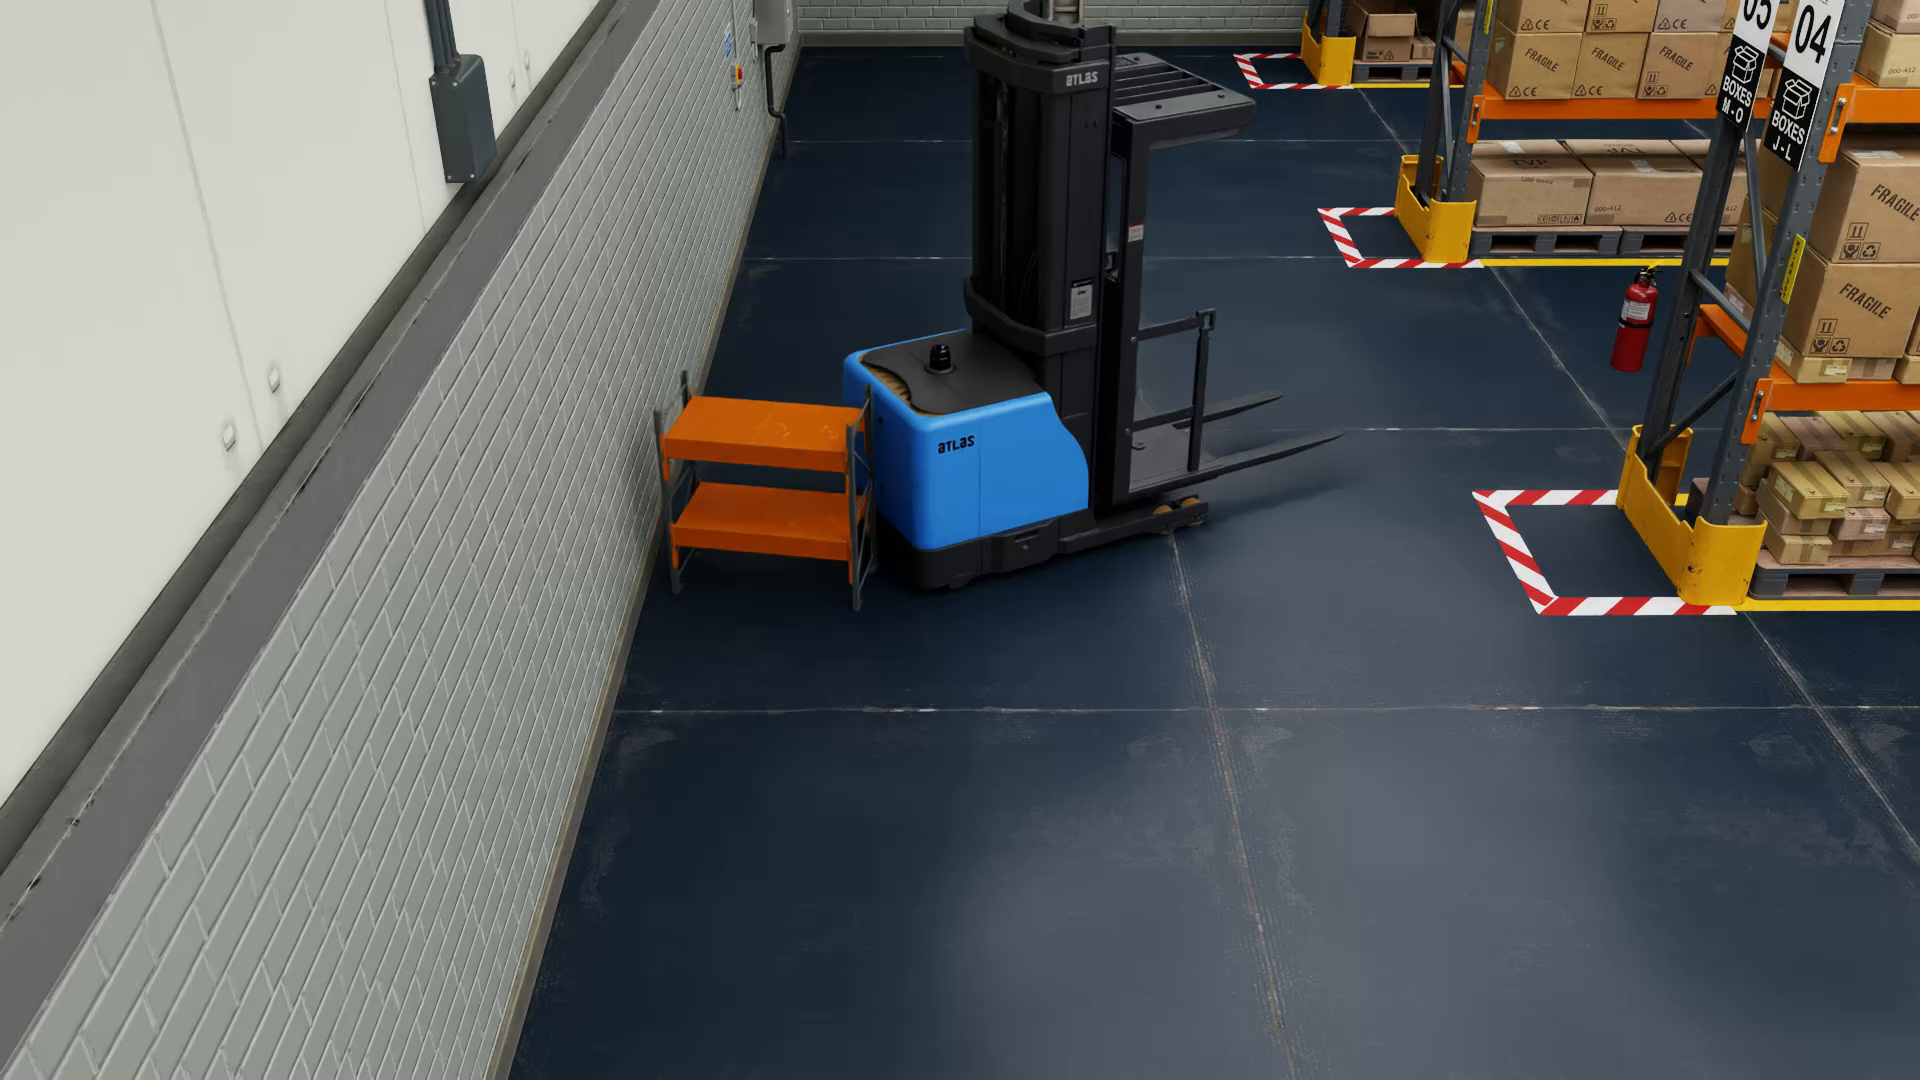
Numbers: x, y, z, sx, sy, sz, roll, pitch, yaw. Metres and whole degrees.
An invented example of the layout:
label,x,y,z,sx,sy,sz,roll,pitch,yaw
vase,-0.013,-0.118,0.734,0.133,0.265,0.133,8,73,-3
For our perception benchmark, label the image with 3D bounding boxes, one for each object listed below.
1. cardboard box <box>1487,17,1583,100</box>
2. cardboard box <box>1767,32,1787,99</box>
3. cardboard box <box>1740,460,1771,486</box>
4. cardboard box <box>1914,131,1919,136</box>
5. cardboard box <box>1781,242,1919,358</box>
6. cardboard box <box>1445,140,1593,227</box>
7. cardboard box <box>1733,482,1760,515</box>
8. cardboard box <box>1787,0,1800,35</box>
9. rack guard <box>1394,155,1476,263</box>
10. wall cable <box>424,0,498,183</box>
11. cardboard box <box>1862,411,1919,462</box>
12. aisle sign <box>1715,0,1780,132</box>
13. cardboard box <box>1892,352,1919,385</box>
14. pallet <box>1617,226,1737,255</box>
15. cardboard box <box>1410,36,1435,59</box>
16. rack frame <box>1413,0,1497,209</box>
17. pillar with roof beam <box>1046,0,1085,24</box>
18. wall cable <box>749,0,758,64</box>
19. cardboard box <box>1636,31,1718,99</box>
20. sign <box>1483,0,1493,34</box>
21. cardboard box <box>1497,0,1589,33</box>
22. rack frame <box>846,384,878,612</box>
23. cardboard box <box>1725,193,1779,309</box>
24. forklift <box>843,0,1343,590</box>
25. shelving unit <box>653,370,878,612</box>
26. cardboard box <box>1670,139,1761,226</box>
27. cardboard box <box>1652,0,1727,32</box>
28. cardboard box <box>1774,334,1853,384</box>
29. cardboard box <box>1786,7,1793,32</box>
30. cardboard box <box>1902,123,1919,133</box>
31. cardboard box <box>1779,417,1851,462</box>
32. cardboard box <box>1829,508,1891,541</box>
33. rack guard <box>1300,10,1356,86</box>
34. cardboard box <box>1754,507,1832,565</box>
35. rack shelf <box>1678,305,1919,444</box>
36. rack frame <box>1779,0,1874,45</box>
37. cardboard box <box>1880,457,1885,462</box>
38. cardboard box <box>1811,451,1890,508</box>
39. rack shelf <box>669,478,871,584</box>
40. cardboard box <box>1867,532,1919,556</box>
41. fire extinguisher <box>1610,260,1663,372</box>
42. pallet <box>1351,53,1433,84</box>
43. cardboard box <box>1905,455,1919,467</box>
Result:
label,x,y,z,sx,sy,sz,roll,pitch,yaw
cardboard box,4.391,-3.691,12.734,0.500,0.500,0.500,0,31,-1
cardboard box,6.430,-3.703,12.755,0.500,0.500,0.500,-1,31,-1
cardboard box,4.567,-0.466,9.572,0.250,0.149,0.380,-1,31,-2
cardboard box,4.996,-1.694,8.193,0.500,0.500,0.500,1,31,1
cardboard box,4.491,-1.256,8.435,0.500,0.500,0.500,1,31,2
cardboard box,4.569,-2.934,13.648,0.875,0.438,0.875,-1,31,-2
cardboard box,4.566,-0.299,9.584,0.250,0.149,0.380,0,31,1
cardboard box,4.494,-2.585,8.261,0.500,0.250,0.500,-1,31,-1
rack guard,3.886,-2.727,13.652,0.348,0.500,1.175,0,31,0
wall cable,-1.706,-4.366,5.058,0.120,5.999,2.277,0,31,0
cardboard box,5.338,-0.582,9.477,0.250,0.149,0.380,-1,31,-2
aisle sign,3.966,-2.495,8.354,0.004,0.787,0.394,0,31,0
cardboard box,4.890,-0.947,8.551,0.250,0.149,0.380,-1,31,-2
pallet,5.926,-2.649,13.802,1.213,0.211,1.003,0,31,0
cardboard box,4.913,-5.265,17.769,0.250,0.149,0.380,-1,31,-2
rack frame,3.910,-3.796,13.003,0.127,3.000,1.000,0,31,0
pillar with roof beam,1.200,-7.161,12.767,0.400,9.000,9.100,0,31,0
wall cable,-1.749,-4.936,13.903,0.122,1.984,0.588,0,31,0
cardboard box,5.406,-3.699,12.748,0.500,0.500,0.500,0,31,-1
sign,3.907,-3.912,12.284,0.005,0.325,0.100,0,31,0
cardboard box,4.391,-4.120,12.477,0.500,0.500,0.500,-1,31,-1
rack frame,-0.523,-0.221,8.919,0.032,1.125,0.500,5,32,8
cardboard box,4.488,-1.533,8.891,0.500,0.500,0.500,0,31,1
forklift,0.881,-1.510,9.303,3.031,2.935,1.130,-15,34,-23
shelving unit,-1.024,-0.265,8.991,1.048,1.125,0.538,5,32,8
cardboard box,6.386,-2.943,13.663,0.875,0.438,0.875,-1,31,-2
cardboard box,5.423,-4.131,12.495,0.500,0.500,0.500,0,31,-1
cardboard box,4.366,-0.952,8.559,0.250,0.149,0.380,0,31,-1
cardboard box,6.423,-4.130,12.494,0.500,0.500,0.500,0,31,0
cardboard box,5.003,-1.958,8.627,0.500,0.500,0.500,-1,31,-2
cardboard box,4.820,-0.548,9.420,0.250,0.149,0.380,0,31,1
cardboard box,4.840,-0.156,9.062,0.250,0.149,0.380,0,31,-1
rack guard,3.952,-5.302,17.896,0.348,0.500,1.175,0,31,0
cardboard box,4.566,-0.025,9.132,0.250,0.149,0.380,0,31,1
rack shelf,6.041,-0.927,8.969,4.000,0.370,1.077,0,31,0
rack frame,4.041,-3.793,7.216,0.127,3.000,1.000,0,31,0
cardboard box,5.356,-0.416,9.490,0.250,0.149,0.380,-1,31,-1
cardboard box,4.842,-0.332,9.065,0.250,0.149,0.380,0,31,1
rack shelf,-1.024,-0.056,9.118,1.000,0.278,0.538,5,32,8
cardboard box,5.076,-0.072,9.210,0.250,0.149,0.380,0,31,0
fire extinguisher,3.786,-1.274,9.282,0.183,0.674,0.296,0,31,0
pallet,4.749,-5.181,17.976,1.213,0.211,1.003,0,31,0
cardboard box,5.342,-0.310,9.029,0.250,0.149,0.380,-2,31,-3
